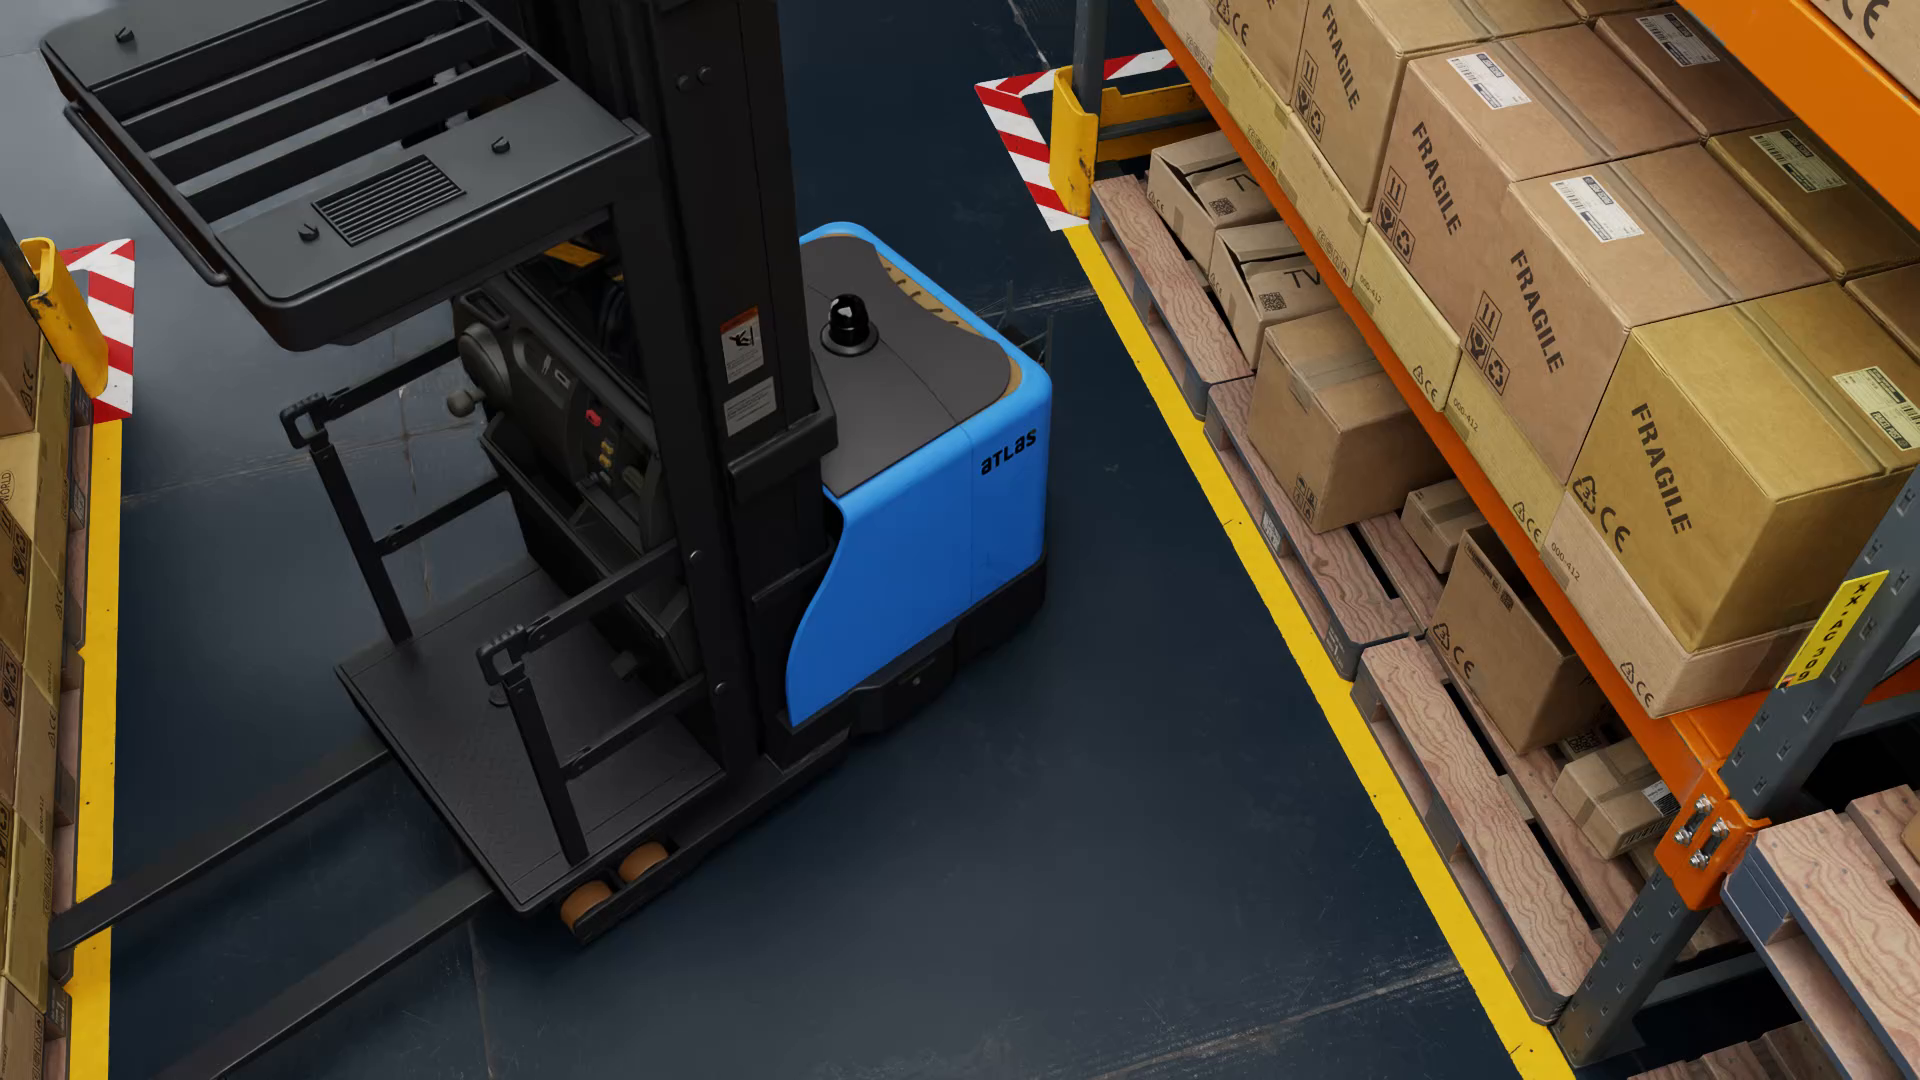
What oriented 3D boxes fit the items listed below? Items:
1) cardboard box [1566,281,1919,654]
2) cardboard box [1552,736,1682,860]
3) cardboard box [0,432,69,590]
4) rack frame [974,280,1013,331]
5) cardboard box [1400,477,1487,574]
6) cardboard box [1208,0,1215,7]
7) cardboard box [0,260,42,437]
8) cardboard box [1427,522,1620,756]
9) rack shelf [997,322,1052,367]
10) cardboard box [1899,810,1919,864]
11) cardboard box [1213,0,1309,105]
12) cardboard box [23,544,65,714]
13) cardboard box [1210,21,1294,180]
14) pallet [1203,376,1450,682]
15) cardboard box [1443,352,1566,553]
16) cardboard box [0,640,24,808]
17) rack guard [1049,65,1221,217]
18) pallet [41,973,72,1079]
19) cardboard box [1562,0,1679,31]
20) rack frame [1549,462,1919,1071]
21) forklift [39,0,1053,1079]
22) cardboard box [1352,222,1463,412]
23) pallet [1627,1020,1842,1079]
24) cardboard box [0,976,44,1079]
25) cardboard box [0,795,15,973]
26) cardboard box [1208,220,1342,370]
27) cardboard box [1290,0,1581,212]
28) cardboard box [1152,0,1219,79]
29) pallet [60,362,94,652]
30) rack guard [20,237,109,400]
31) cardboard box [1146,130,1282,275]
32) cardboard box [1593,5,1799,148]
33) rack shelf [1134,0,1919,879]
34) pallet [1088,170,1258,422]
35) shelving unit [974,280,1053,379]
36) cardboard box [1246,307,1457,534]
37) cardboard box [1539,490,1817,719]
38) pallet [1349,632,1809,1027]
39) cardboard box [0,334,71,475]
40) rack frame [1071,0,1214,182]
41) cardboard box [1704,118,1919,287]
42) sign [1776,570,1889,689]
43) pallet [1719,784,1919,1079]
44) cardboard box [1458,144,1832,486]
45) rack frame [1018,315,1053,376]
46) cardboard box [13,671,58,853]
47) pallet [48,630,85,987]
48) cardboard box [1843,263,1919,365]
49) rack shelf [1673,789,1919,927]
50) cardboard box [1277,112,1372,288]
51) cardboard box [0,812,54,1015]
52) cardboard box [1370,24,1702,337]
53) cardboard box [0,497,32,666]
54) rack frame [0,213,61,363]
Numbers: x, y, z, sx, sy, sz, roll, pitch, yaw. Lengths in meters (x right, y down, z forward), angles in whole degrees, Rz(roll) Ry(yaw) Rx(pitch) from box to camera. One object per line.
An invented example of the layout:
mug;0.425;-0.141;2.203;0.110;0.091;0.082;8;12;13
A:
cardboard box;1.695;-0.155;3.513;0.500;0.500;0.500;-13;51;-11
cardboard box;1.943;0.708;4.757;0.380;0.166;0.250;-19;53;-16
cardboard box;-3.184;-0.040;5.346;0.500;0.250;0.500;-13;51;-11
rack frame;0.069;-0.477;5.563;0.240;0.900;0.006;-30;56;-23
cardboard box;1.676;-0.075;5.428;0.380;0.149;0.250;-17;52;-14
cardboard box;0.938;-2.021;5.086;0.500;0.500;0.500;-13;51;-11
cardboard box;-3.341;-0.645;5.365;0.500;0.500;0.500;-13;51;-11
cardboard box;1.785;0.235;4.937;0.500;0.500;0.500;-17;52;-14
rack shelf;0.130;-0.567;5.330;0.258;0.077;0.200;-30;56;-23
cardboard box;2.248;0.526;2.992;0.700;0.500;0.500;-13;51;-11
cardboard box;1.085;-1.642;4.767;0.500;0.500;0.500;-15;51;-12
cardboard box;-3.034;0.325;5.038;0.500;0.250;0.500;-13;51;-11
cardboard box;1.100;-1.381;5.038;0.500;0.250;0.500;-14;51;-12
pallet;1.533;-0.156;5.743;1.003;0.211;1.213;-13;51;-11
cardboard box;1.561;-0.281;4.110;0.500;0.250;0.500;-13;51;-11
cardboard box;-2.885;0.448;4.444;0.500;0.500;0.500;-13;51;-11
rack guard;0.970;-1.740;6.890;1.175;0.500;0.348;-13;51;-11
pallet;-2.796;1.752;4.135;1.003;0.211;1.213;-13;51;-11
cardboard box;1.735;-1.390;4.555;0.500;0.500;0.500;-13;51;-10
rack frame;2.130;0.320;3.518;1.000;3.000;0.127;-13;51;-11
forklift;-1.167;-0.264;4.056;3.031;2.935;1.130;-33;57;-25
cardboard box;1.397;-0.645;4.417;0.500;0.250;0.500;-14;51;-11
pallet;2.362;1.788;4.105;1.003;0.211;1.213;-13;51;-11
cardboard box;-2.592;1.421;4.114;0.500;0.250;0.500;-13;51;-11
cardboard box;-2.735;0.813;4.136;0.500;0.500;0.500;-13;51;-11
cardboard box;1.234;-0.934;6.046;0.500;0.311;0.500;-10;51;-8
cardboard box;1.249;-1.268;4.451;0.500;0.500;0.500;-12;51;-10
cardboard box;0.955;-1.755;5.353;0.500;0.250;0.500;-15;51;-12
pallet;-3.518;-0.030;5.638;1.003;0.211;1.213;-13;51;-11
rack guard;-3.791;-0.690;6.005;1.175;0.500;0.348;-13;51;-11
cardboard box;1.066;-1.351;6.397;0.500;0.311;0.500;-19;52;-15
cardboard box;1.899;-1.014;4.237;0.500;0.500;0.500;-12;51;-10
rack shelf;1.539;-0.908;5.024;1.077;0.370;4.000;-13;51;-11
pallet;1.176;-1.045;6.493;1.003;0.211;1.213;-13;51;-11
shelving unit;0.130;-0.414;5.510;0.258;0.900;0.210;-30;56;-23
cardboard box;1.403;-0.448;5.513;0.700;0.500;0.500;-16;52;-13
cardboard box;1.700;0.085;3.802;0.500;0.250;0.500;-13;51;-11
pallet;1.898;0.737;4.991;1.003;0.211;1.213;-13;51;-11
cardboard box;-3.343;-0.402;5.651;0.500;0.250;0.500;-13;51;-11
rack frame;0.947;-2.601;5.981;1.000;3.000;0.127;-13;51;-11
cardboard box;2.041;-0.649;3.929;0.500;0.500;0.500;-14;51;-11
sign;1.614;0.170;3.079;0.100;0.325;0.005;-13;51;-11
pallet;2.217;0.973;3.093;1.003;0.211;1.213;-13;51;-11
cardboard box;1.542;-0.518;3.819;0.500;0.500;0.500;-14;51;-11
rack frame;0.191;-0.352;5.458;0.240;0.900;0.006;-30;56;-23
cardboard box;-2.888;0.690;4.730;0.500;0.250;0.500;-13;51;-11
pallet;-3.161;0.859;4.888;1.003;0.211;1.213;-13;51;-11
cardboard box;2.191;-0.270;3.610;0.500;0.500;0.500;-14;51;-12
rack shelf;2.721;2.013;2.562;1.077;0.370;4.000;-13;51;-11
cardboard box;1.248;-1.012;4.726;0.500;0.250;0.500;-13;51;-11
cardboard box;-2.734;1.054;4.423;0.500;0.250;0.500;-13;51;-11
cardboard box;1.403;-0.888;4.131;0.500;0.500;0.500;-15;51;-12
cardboard box;-3.031;0.082;4.752;0.500;0.500;0.500;-13;51;-11
rack frame;-3.784;-1.478;5.034;1.000;3.000;0.127;-13;51;-11
